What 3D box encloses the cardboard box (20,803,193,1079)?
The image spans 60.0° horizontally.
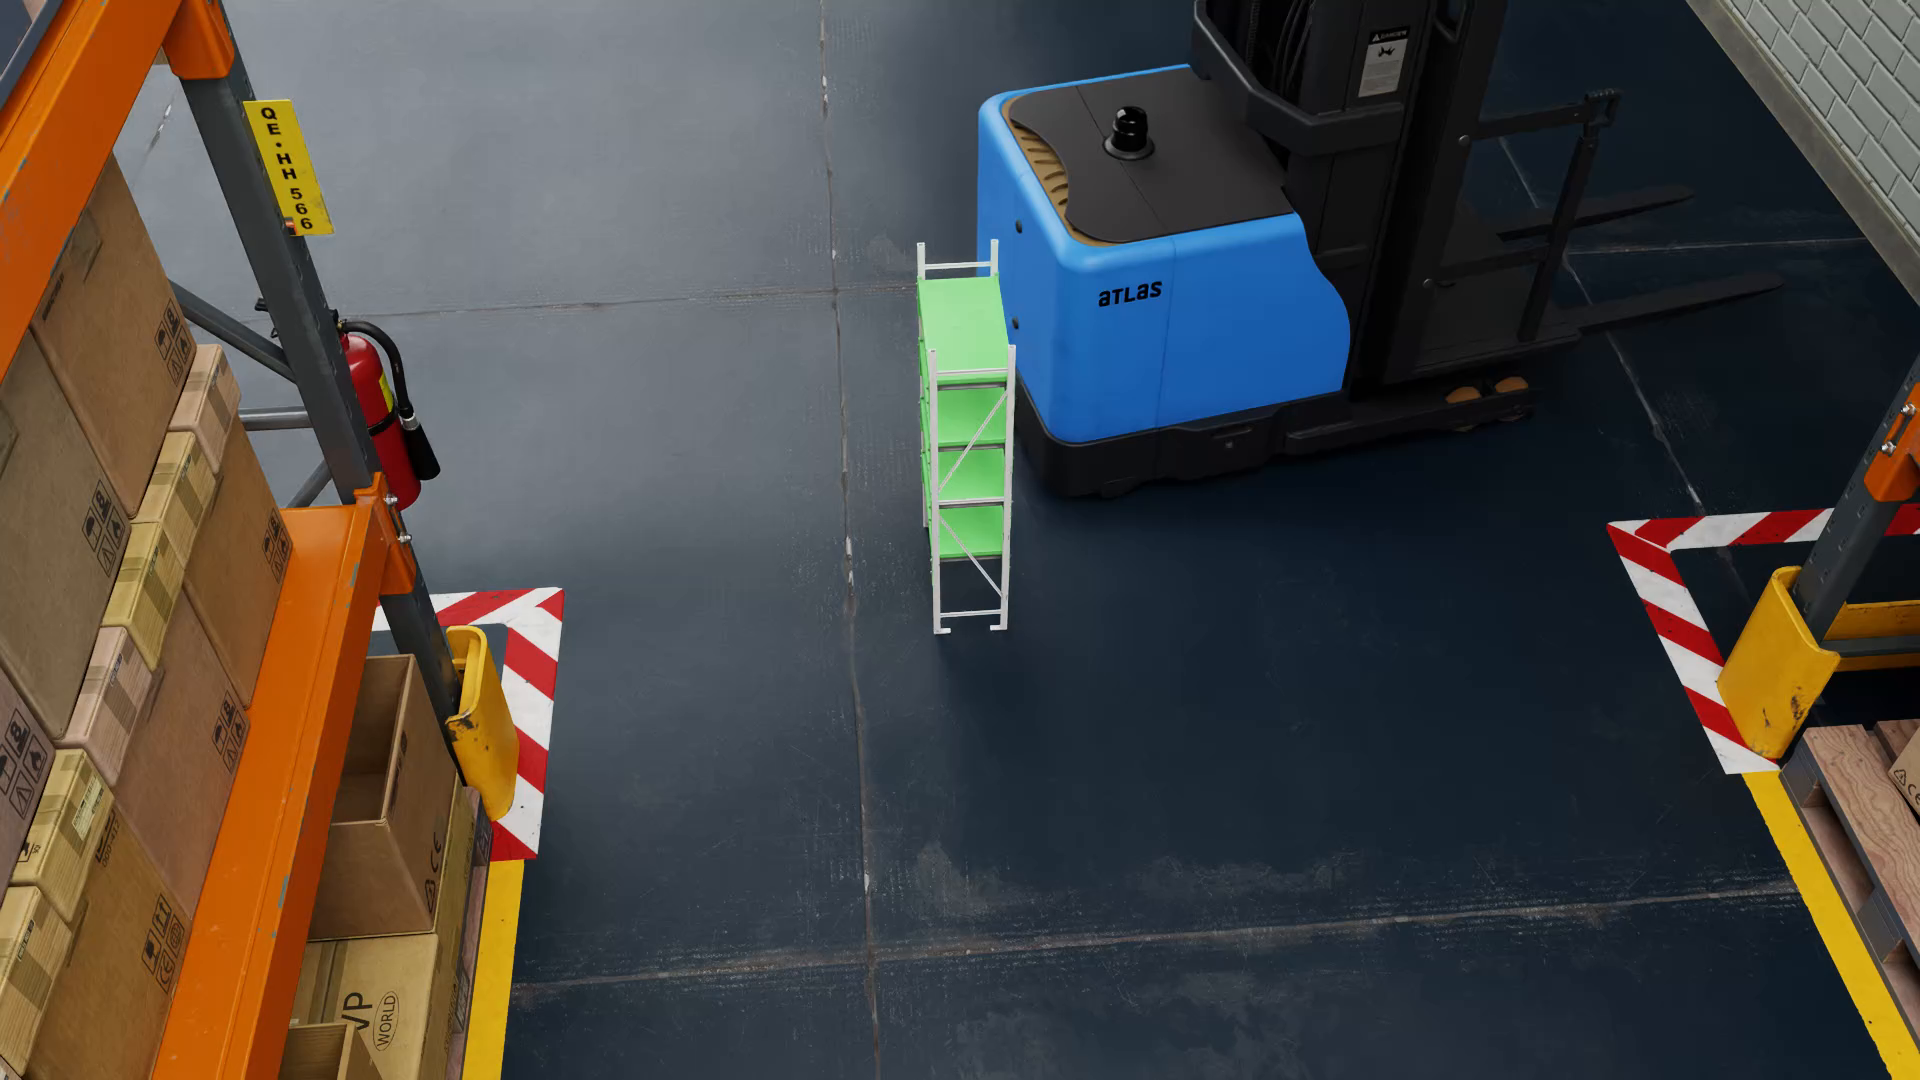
[{"bbox_3d":[-1.824,0.778,2.878,0.700,0.500,0.500,-3,47,-3],"label":"cardboard box"}]

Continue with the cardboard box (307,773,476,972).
[{"bbox_3d":[-1.596,0.906,4.431,0.500,0.250,0.500,-3,47,-3],"label":"cardboard box"}]

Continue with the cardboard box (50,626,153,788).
[{"bbox_3d":[-1.650,0.299,2.886,0.380,0.149,0.250,-3,47,-3],"label":"cardboard box"}]

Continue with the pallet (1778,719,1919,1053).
[{"bbox_3d":[3.040,1.035,4.625,1.003,0.211,1.213,-3,47,-3],"label":"pallet"}]

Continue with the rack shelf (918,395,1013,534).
[{"bbox_3d":[0.014,-0.249,5.247,0.258,0.148,0.480,-3,47,-3],"label":"rack shelf"}]

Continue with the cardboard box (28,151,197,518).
[{"bbox_3d":[-1.904,-0.369,3.071,0.700,0.500,0.500,-3,47,-3],"label":"cardboard box"}]

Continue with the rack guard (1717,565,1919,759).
[{"bbox_3d":[3.007,0.345,5.078,1.175,0.500,0.348,-3,47,-3],"label":"rack guard"}]

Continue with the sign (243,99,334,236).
[{"bbox_3d":[-1.393,-0.768,3.451,0.100,0.325,0.005,-3,47,-3],"label":"sign"}]

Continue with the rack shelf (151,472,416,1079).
[{"bbox_3d":[-1.768,1.429,2.826,1.077,0.370,4.000,-3,47,-3],"label":"rack shelf"}]

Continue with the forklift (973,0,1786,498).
[{"bbox_3d":[1.624,-1.766,5.404,3.031,2.935,1.130,-12,48,-11],"label":"forklift"}]

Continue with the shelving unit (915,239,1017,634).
[{"bbox_3d":[0.014,-0.293,5.201,0.258,1.200,0.503,-3,47,-3],"label":"shelving unit"}]

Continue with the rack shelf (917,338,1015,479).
[{"bbox_3d":[0.014,-0.414,5.073,0.258,0.148,0.480,-3,47,-3],"label":"rack shelf"}]

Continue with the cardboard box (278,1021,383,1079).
[{"bbox_3d":[-1.495,1.371,3.474,0.500,0.500,0.500,-3,47,-3],"label":"cardboard box"}]

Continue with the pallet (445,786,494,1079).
[{"bbox_3d":[-1.829,1.244,4.426,1.003,0.211,1.213,-3,47,-3],"label":"pallet"}]

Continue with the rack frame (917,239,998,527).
[{"bbox_3d":[-0.007,-0.469,5.368,0.240,1.200,0.015,-3,47,-3],"label":"rack frame"}]

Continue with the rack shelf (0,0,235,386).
[{"bbox_3d":[-1.768,0.398,1.737,1.077,0.370,4.000,-3,47,-3],"label":"rack shelf"}]

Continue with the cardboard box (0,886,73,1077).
[{"bbox_3d":[-1.603,0.679,2.525,0.380,0.149,0.250,-2,47,-2],"label":"cardboard box"}]

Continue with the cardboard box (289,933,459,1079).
[{"bbox_3d":[-1.542,1.267,4.089,0.500,0.250,0.500,-3,47,-3],"label":"cardboard box"}]

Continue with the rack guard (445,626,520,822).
[{"bbox_3d":[-1.937,0.577,4.859,1.175,0.500,0.348,-3,47,-3],"label":"rack guard"}]

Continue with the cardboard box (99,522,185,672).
[{"bbox_3d":[-1.668,0.116,3.058,0.380,0.149,0.250,-4,47,-4],"label":"cardboard box"}]

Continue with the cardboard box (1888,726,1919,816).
[{"bbox_3d":[2.969,0.710,4.560,0.500,0.311,0.500,-8,47,-8],"label":"cardboard box"}]

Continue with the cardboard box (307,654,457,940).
[{"bbox_3d":[-1.594,0.648,4.158,0.500,0.500,0.500,-3,47,-3],"label":"cardboard box"}]

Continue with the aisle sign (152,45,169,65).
[{"bbox_3d":[-1.648,-1.225,3.053,0.394,0.787,0.004,-3,47,-3],"label":"aisle sign"}]

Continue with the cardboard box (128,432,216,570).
[{"bbox_3d":[-1.690,-0.069,3.233,0.380,0.149,0.250,-2,47,-2],"label":"cardboard box"}]

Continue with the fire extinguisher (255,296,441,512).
[{"bbox_3d":[-1.482,-0.352,4.071,0.296,0.674,0.183,-3,47,-3],"label":"fire extinguisher"}]

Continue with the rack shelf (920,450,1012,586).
[{"bbox_3d":[0.014,-0.084,5.422,0.258,0.148,0.480,-3,47,-3],"label":"rack shelf"}]

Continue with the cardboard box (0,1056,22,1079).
[{"bbox_3d":[-1.581,0.864,2.350,0.380,0.149,0.250,-4,47,-4],"label":"cardboard box"}]

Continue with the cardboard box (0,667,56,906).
[{"bbox_3d":[-1.812,0.376,2.366,0.700,0.500,0.500,-3,47,-3],"label":"cardboard box"}]

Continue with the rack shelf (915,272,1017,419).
[{"bbox_3d":[0.014,-0.579,4.899,0.258,0.148,0.480,-3,47,-3],"label":"rack shelf"}]

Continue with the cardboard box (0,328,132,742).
[{"bbox_3d":[-1.855,0.011,2.711,0.700,0.500,0.500,-5,47,-4],"label":"cardboard box"}]

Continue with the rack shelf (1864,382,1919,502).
[{"bbox_3d":[3.168,1.125,3.114,1.077,0.370,4.000,-3,47,-3],"label":"rack shelf"}]

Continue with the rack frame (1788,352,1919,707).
[{"bbox_3d":[3.001,-0.569,4.223,1.000,3.000,0.127,-3,47,-3],"label":"rack frame"}]

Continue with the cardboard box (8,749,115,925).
[{"bbox_3d":[-1.627,0.489,2.706,0.380,0.149,0.250,-2,47,-2],"label":"cardboard box"}]

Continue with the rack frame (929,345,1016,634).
[{"bbox_3d":[0.034,-0.116,5.034,0.240,1.200,0.015,-3,47,-3],"label":"rack frame"}]

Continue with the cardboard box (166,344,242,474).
[{"bbox_3d":[-1.713,-0.258,3.413,0.380,0.149,0.250,-4,47,-4],"label":"cardboard box"}]

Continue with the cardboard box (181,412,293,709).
[{"bbox_3d":[-1.909,0.039,3.578,0.700,0.500,0.500,-3,47,-3],"label":"cardboard box"}]

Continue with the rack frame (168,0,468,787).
[{"bbox_3d":[-1.935,-0.265,3.935,1.000,3.000,0.127,-3,47,-3],"label":"rack frame"}]

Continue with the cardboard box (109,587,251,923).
[{"bbox_3d":[-1.860,0.419,3.219,0.700,0.500,0.500,-2,47,-2],"label":"cardboard box"}]
